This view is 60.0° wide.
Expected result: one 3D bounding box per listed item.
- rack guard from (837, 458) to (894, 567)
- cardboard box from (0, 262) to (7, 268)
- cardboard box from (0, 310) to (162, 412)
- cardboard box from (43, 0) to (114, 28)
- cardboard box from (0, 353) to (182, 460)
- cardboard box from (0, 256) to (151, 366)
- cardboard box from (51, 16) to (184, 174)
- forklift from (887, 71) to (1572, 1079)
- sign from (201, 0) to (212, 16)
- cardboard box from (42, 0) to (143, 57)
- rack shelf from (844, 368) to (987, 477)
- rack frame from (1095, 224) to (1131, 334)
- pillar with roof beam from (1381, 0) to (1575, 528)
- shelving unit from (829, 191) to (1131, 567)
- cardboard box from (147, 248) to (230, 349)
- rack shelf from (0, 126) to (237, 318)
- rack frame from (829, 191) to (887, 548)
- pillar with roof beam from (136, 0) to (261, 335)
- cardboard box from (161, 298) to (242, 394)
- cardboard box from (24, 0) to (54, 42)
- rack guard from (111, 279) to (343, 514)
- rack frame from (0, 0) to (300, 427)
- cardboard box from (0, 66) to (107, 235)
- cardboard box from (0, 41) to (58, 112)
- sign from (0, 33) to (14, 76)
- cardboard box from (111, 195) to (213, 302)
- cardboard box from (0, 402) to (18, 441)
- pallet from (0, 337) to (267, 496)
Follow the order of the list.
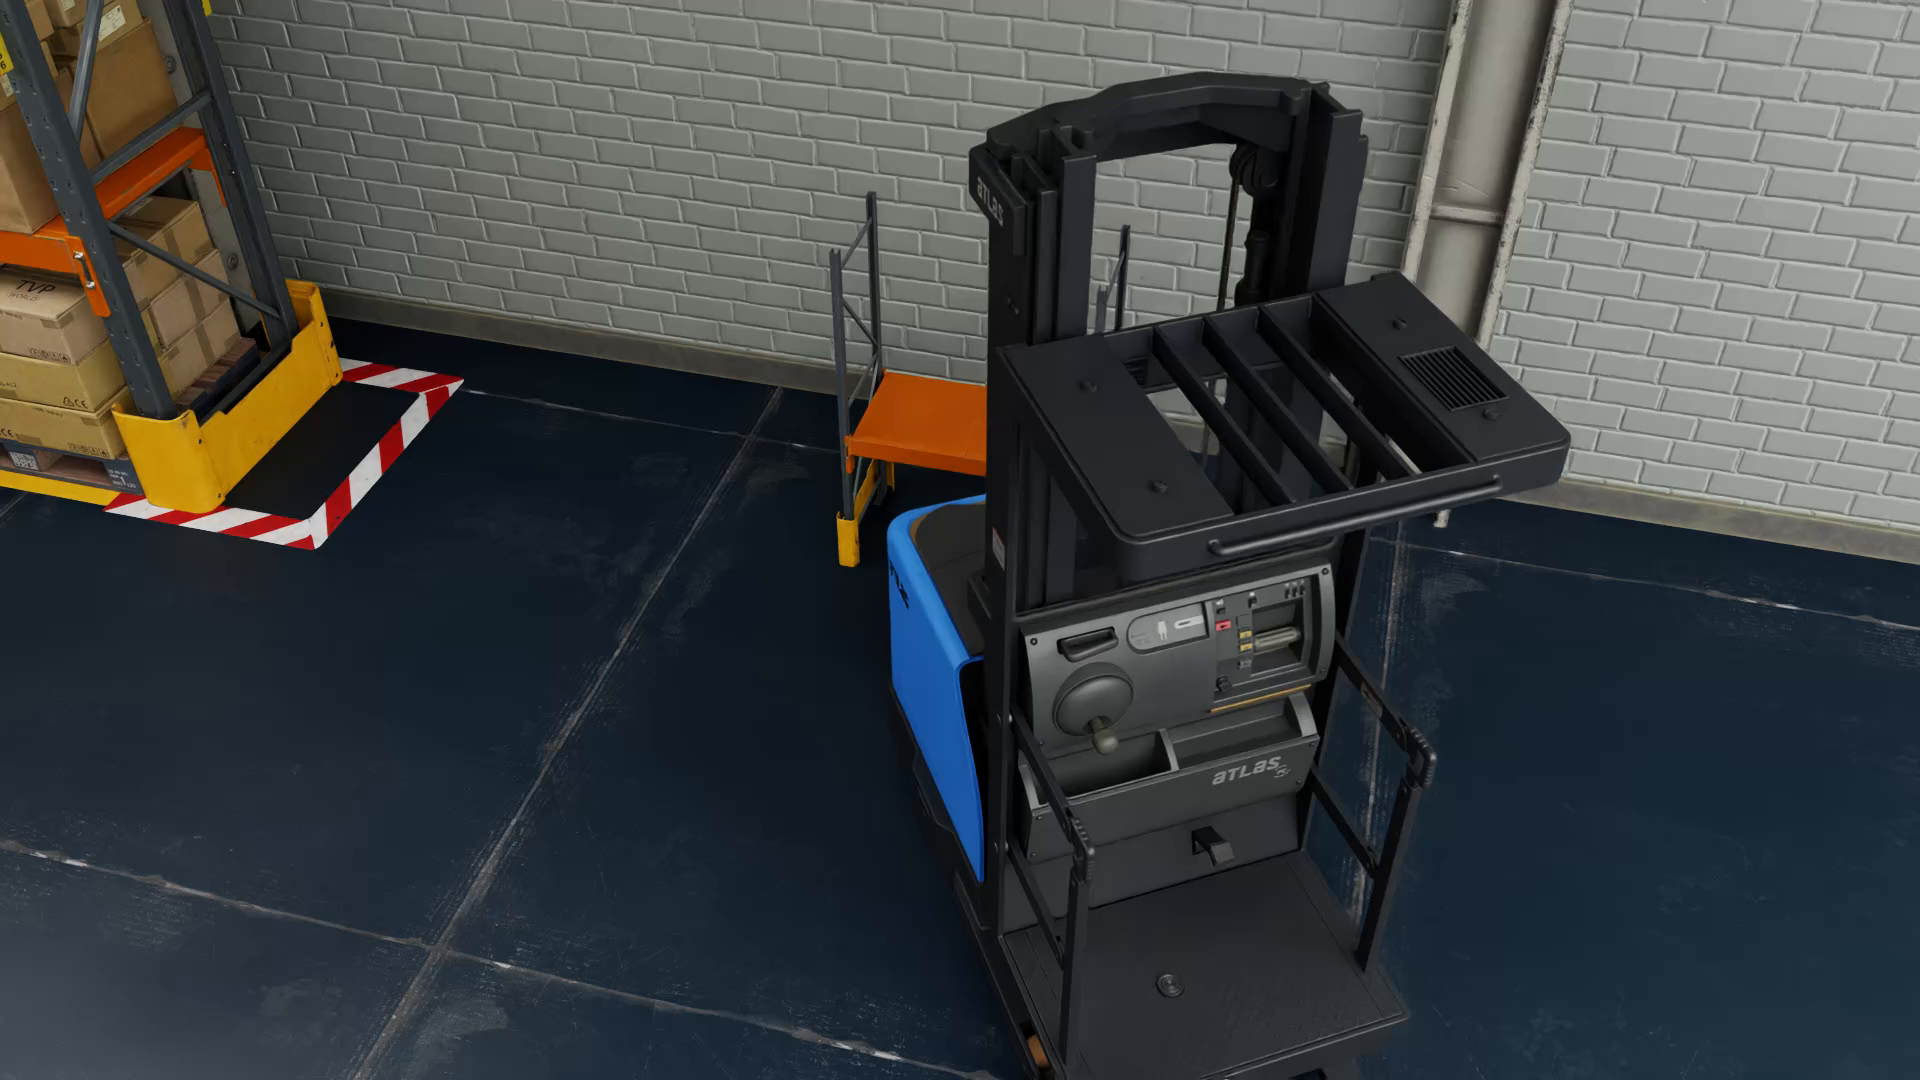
[{"bbox_3d":[-0.407,-0.166,7.253,0.087,0.250,0.587,10,41,11],"label":"rack guard"},{"bbox_3d":[-4.391,-1.106,7.268,0.500,0.250,0.500,10,41,12],"label":"cardboard box"},{"bbox_3d":[-3.922,-0.837,7.337,0.500,0.250,0.500,9,41,11],"label":"cardboard box"},{"bbox_3d":[-3.640,-2.240,6.772,0.250,0.149,0.380,9,41,11],"label":"cardboard box"},{"bbox_3d":[-3.907,-0.641,7.492,0.500,0.250,0.500,10,41,12],"label":"cardboard box"},{"bbox_3d":[-3.896,-1.025,7.172,0.500,0.250,0.500,11,41,13],"label":"cardboard box"},{"bbox_3d":[-3.778,-1.944,7.155,0.500,0.500,0.500,11,41,13],"label":"cardboard box"},{"bbox_3d":[0.694,0.405,4.488,1.130,2.935,3.031,-12,42,-14],"label":"forklift"},{"bbox_3d":[-3.222,-2.357,6.989,0.005,0.325,0.100,10,41,11],"label":"sign"},{"bbox_3d":[-3.632,-2.155,6.902,0.250,0.149,0.380,9,41,10],"label":"cardboard box"},{"bbox_3d":[0.082,-0.422,6.866,1.000,0.185,0.538,10,41,11],"label":"rack shelf"},{"bbox_3d":[0.573,-0.476,6.650,0.032,1.500,0.500,10,41,11],"label":"rack frame"},{"bbox_3d":[0.873,-0.952,1.387,0.400,9.000,9.100,10,41,11],"label":"pillar with roof beam"},{"bbox_3d":[0.074,-0.562,6.753,1.083,1.500,0.587,10,41,11],"label":"shelving unit"},{"bbox_3d":[-3.771,-1.158,7.719,0.500,0.250,0.500,10,41,12],"label":"cardboard box"},{"bbox_3d":[-5.303,-1.708,7.511,4.000,0.370,1.077,10,41,11],"label":"rack shelf"},{"bbox_3d":[-0.409,-0.645,6.851,0.032,1.500,0.500,10,41,11],"label":"rack frame"},{"bbox_3d":[-4.923,-1.950,2.574,0.400,9.000,9.100,10,41,11],"label":"pillar with roof beam"},{"bbox_3d":[-3.795,-0.962,7.875,0.500,0.250,0.500,10,41,12],"label":"cardboard box"},{"bbox_3d":[-3.771,-1.980,6.462,0.250,0.149,0.380,10,41,12],"label":"cardboard box"},{"bbox_3d":[-3.348,-0.690,7.683,0.348,0.500,1.175,10,41,11],"label":"rack guard"},{"bbox_3d":[-3.371,-1.651,6.884,0.127,3.000,1.000,10,41,11],"label":"rack frame"},{"bbox_3d":[-3.914,-1.608,6.755,0.500,0.500,0.500,9,41,10],"label":"cardboard box"},{"bbox_3d":[-3.778,-1.821,6.504,0.250,0.149,0.380,10,41,12],"label":"cardboard box"},{"bbox_3d":[-3.525,-1.850,6.036,0.005,0.325,0.100,10,41,11],"label":"sign"},{"bbox_3d":[-3.786,-1.339,7.546,0.500,0.250,0.500,9,41,11],"label":"cardboard box"},{"bbox_3d":[-4.384,-0.729,7.598,0.500,0.250,0.500,10,41,11],"label":"cardboard box"},{"bbox_3d":[-4.121,-0.685,7.901,1.213,0.211,1.003,10,41,11],"label":"pallet"}]
